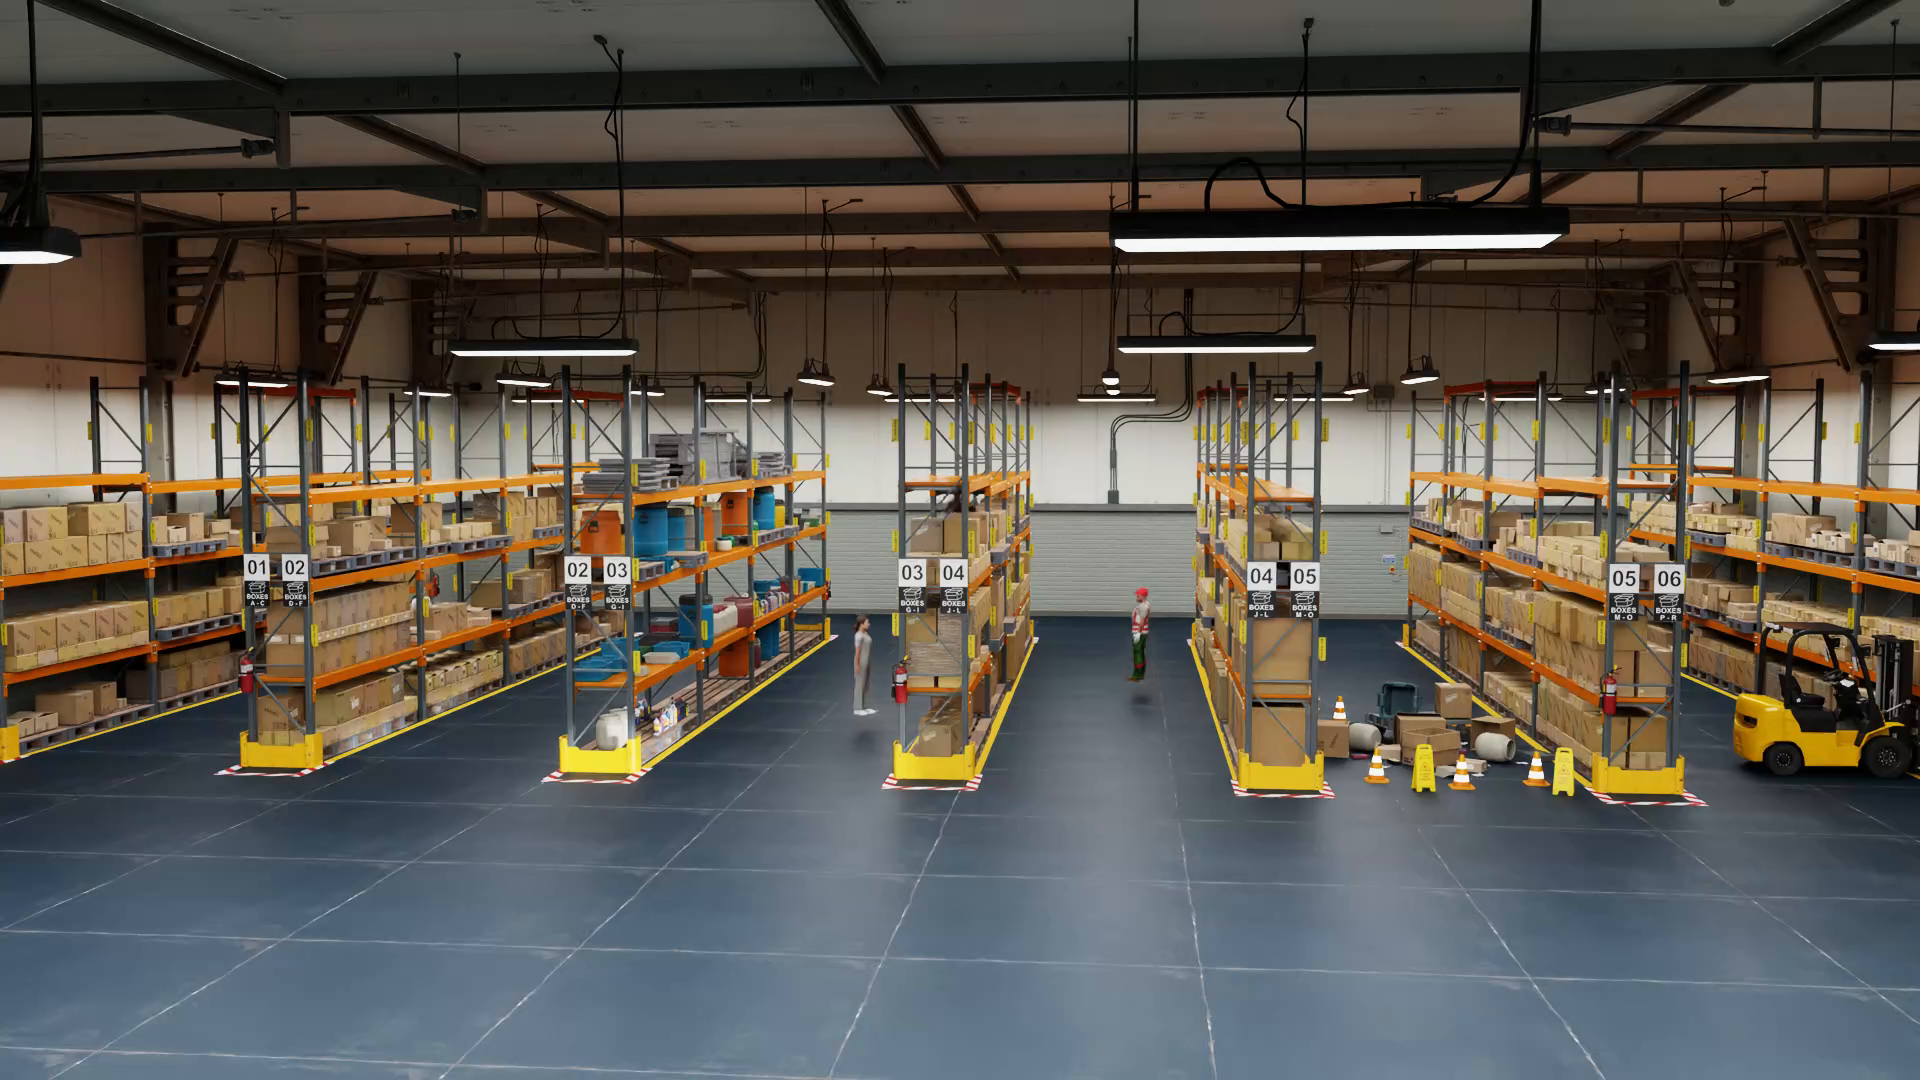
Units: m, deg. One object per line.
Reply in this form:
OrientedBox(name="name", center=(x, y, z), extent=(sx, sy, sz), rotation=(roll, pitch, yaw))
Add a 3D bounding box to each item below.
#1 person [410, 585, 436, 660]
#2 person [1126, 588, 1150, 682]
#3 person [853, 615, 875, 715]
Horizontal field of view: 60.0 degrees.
OrientedBox(name="person", center=(-11.948, 1.809, 36.927), extent=(0.554, 1.637, 0.975), rotation=(0, 4, 0))
OrientedBox(name="person", center=(3.398, 1.805, 31.739), extent=(0.456, 1.792, 0.596), rotation=(1, 4, 12))
OrientedBox(name="person", center=(-1.627, 2.097, 27.887), extent=(0.332, 1.682, 0.533), rotation=(1, 4, 14))
